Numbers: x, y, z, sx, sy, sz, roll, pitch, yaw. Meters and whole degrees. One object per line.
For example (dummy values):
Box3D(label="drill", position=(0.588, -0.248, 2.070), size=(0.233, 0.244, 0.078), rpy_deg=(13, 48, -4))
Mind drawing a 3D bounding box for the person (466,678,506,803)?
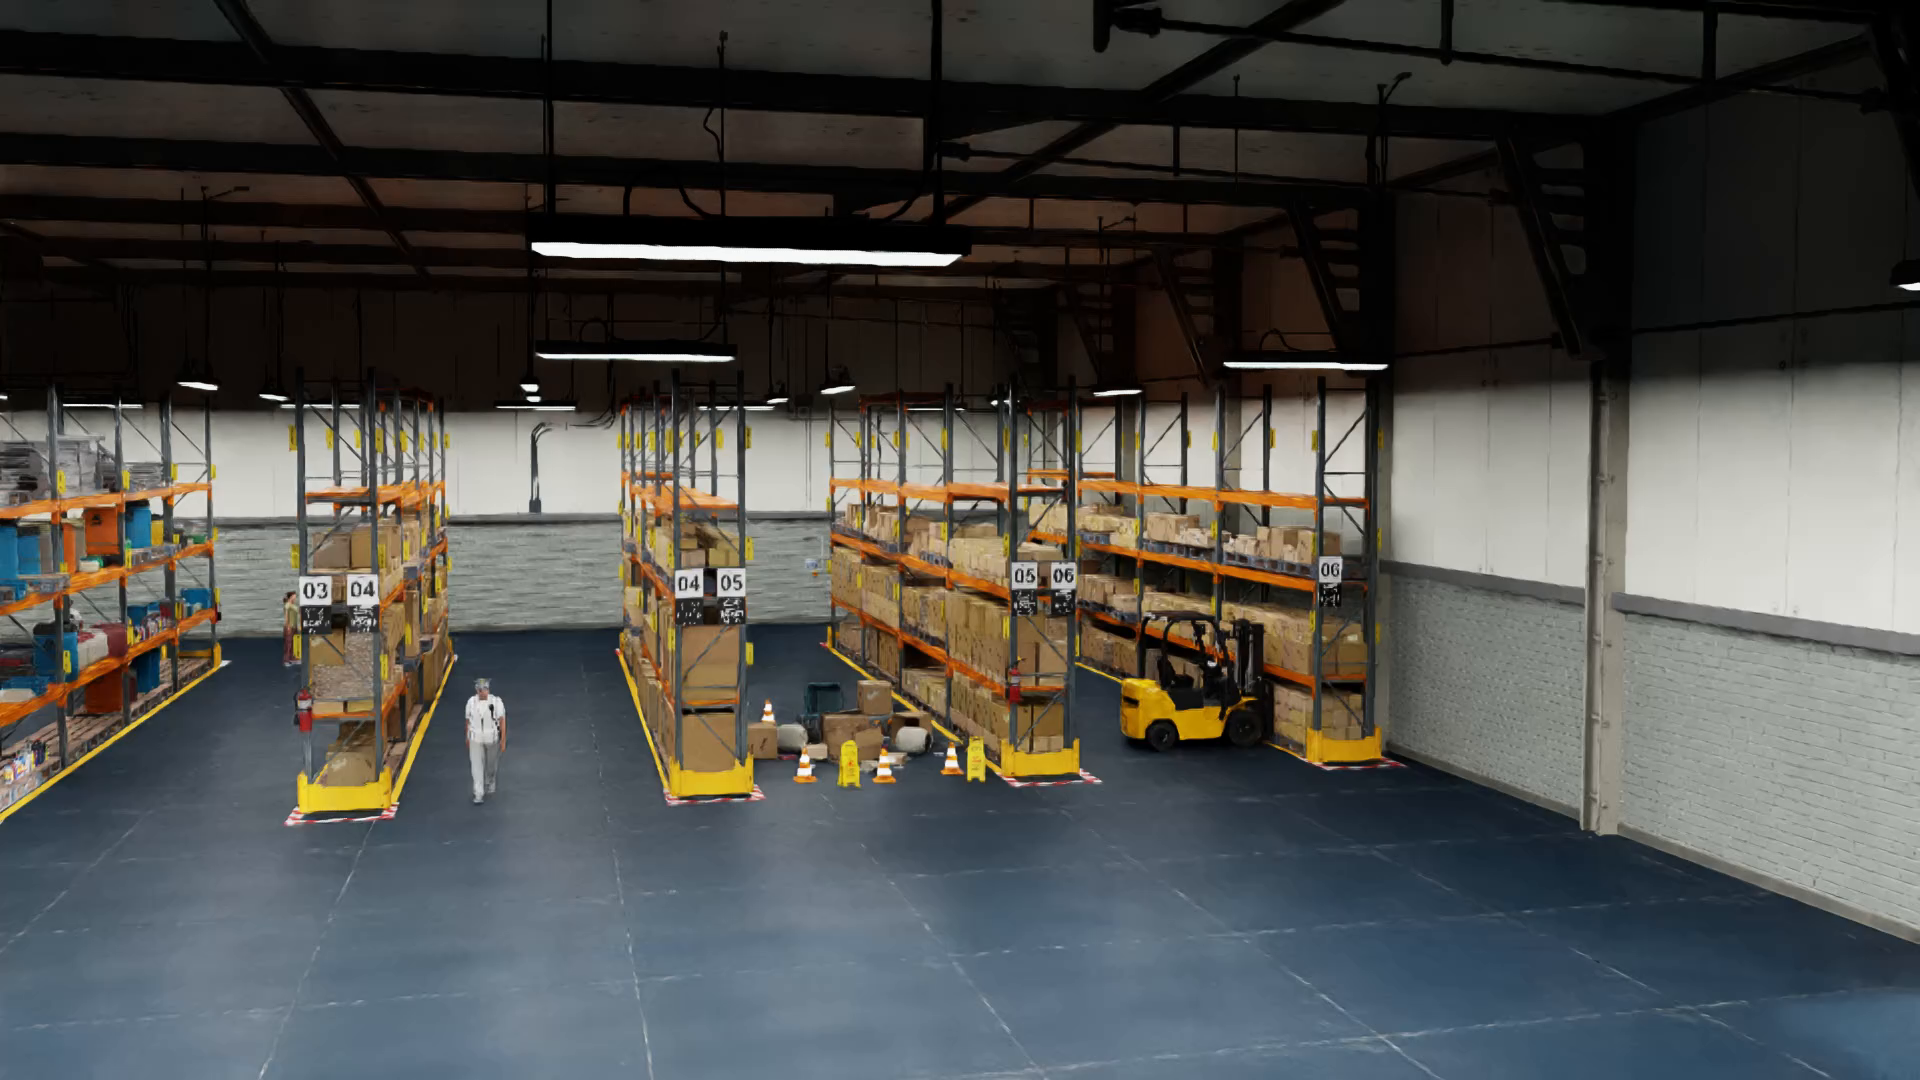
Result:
Box3D(label="person", position=(-6.614, 2.756, 23.199), size=(0.556, 1.712, 1.040), rpy_deg=(-1, 4, -15))

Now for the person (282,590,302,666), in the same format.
Box3D(label="person", position=(-14.879, 1.964, 37.037), size=(0.396, 1.632, 0.545), rpy_deg=(0, 3, -2))

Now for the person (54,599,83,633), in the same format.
Box3D(label="person", position=(-19.292, 2.050, 35.977), size=(0.592, 1.629, 0.532), rpy_deg=(-1, 4, -16))
